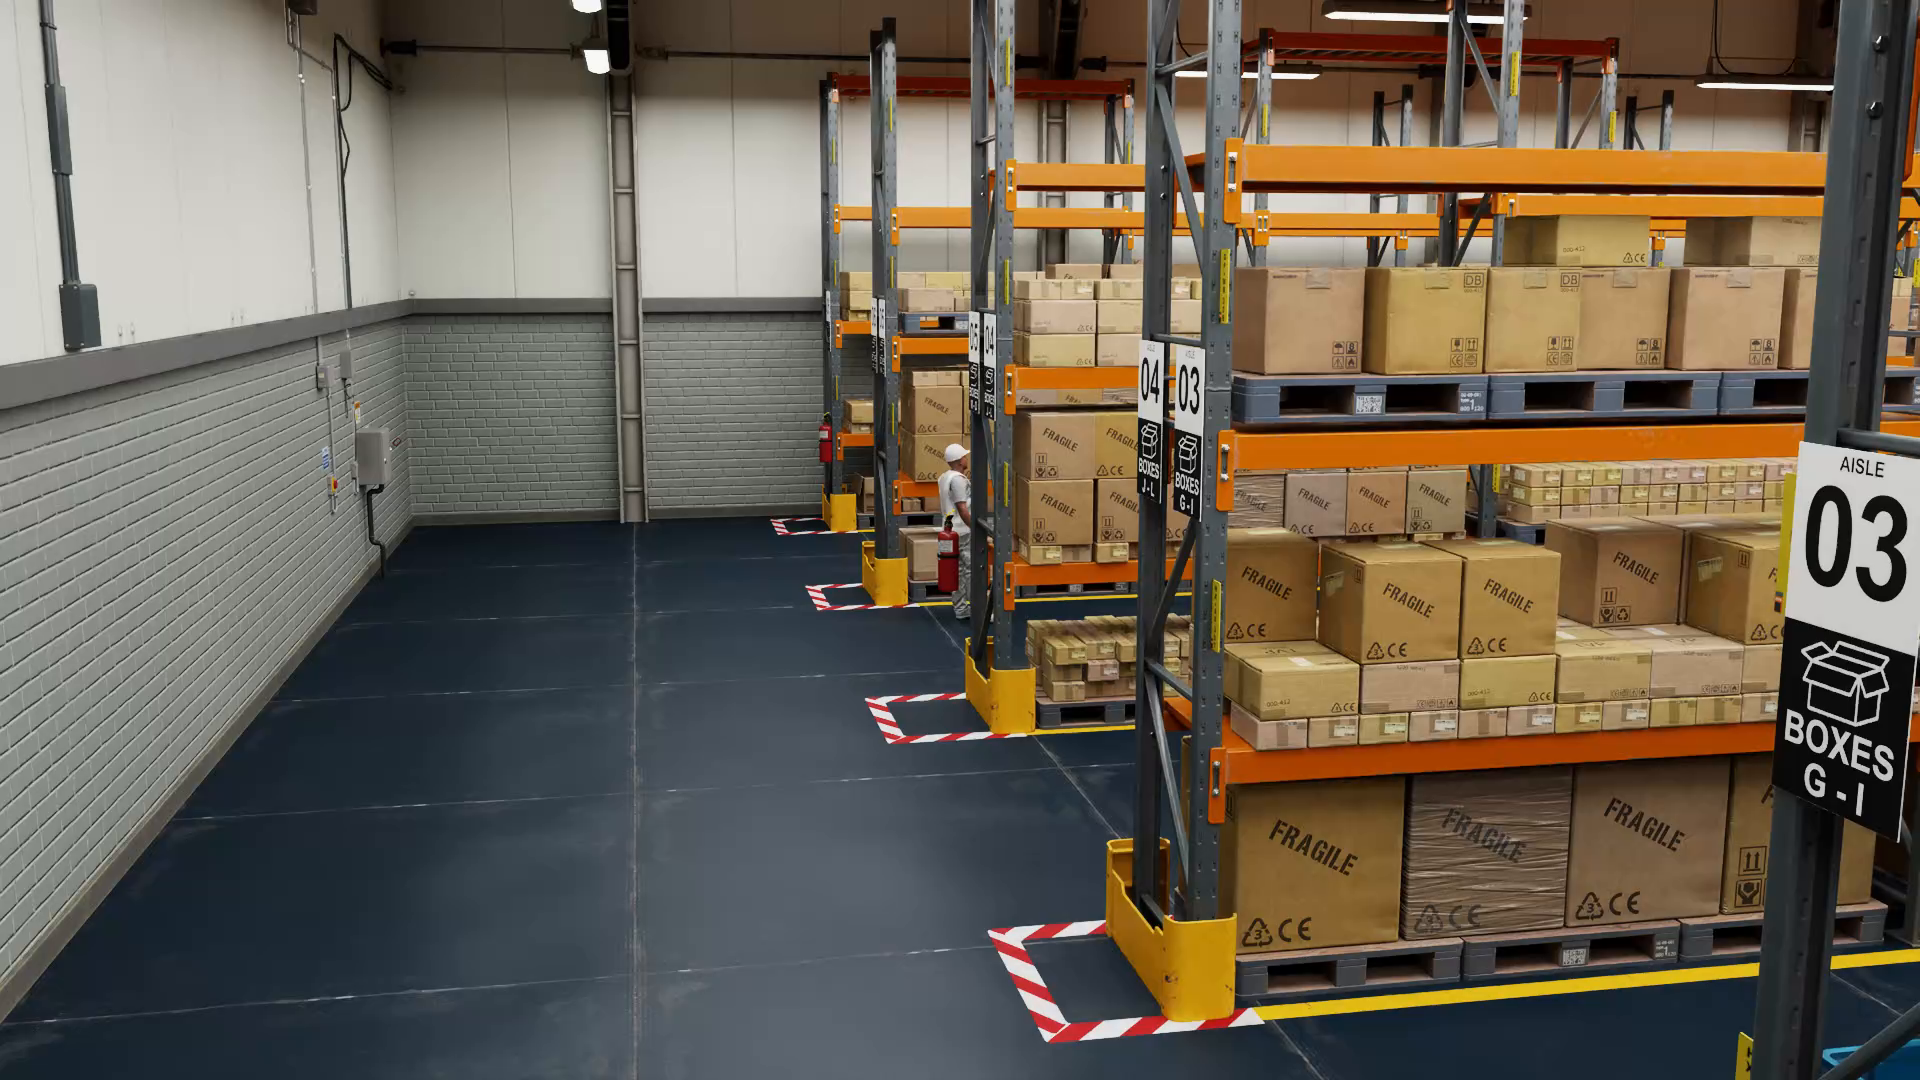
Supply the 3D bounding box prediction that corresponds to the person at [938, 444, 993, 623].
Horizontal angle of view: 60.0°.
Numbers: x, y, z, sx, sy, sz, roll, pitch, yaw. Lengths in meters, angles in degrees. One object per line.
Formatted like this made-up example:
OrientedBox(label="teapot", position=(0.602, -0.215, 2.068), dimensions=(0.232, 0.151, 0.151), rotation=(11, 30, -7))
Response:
OrientedBox(label="person", position=(0.090, -0.083, 16.766), dimensions=(0.578, 1.781, 0.656), rotation=(-3, 10, -18))
